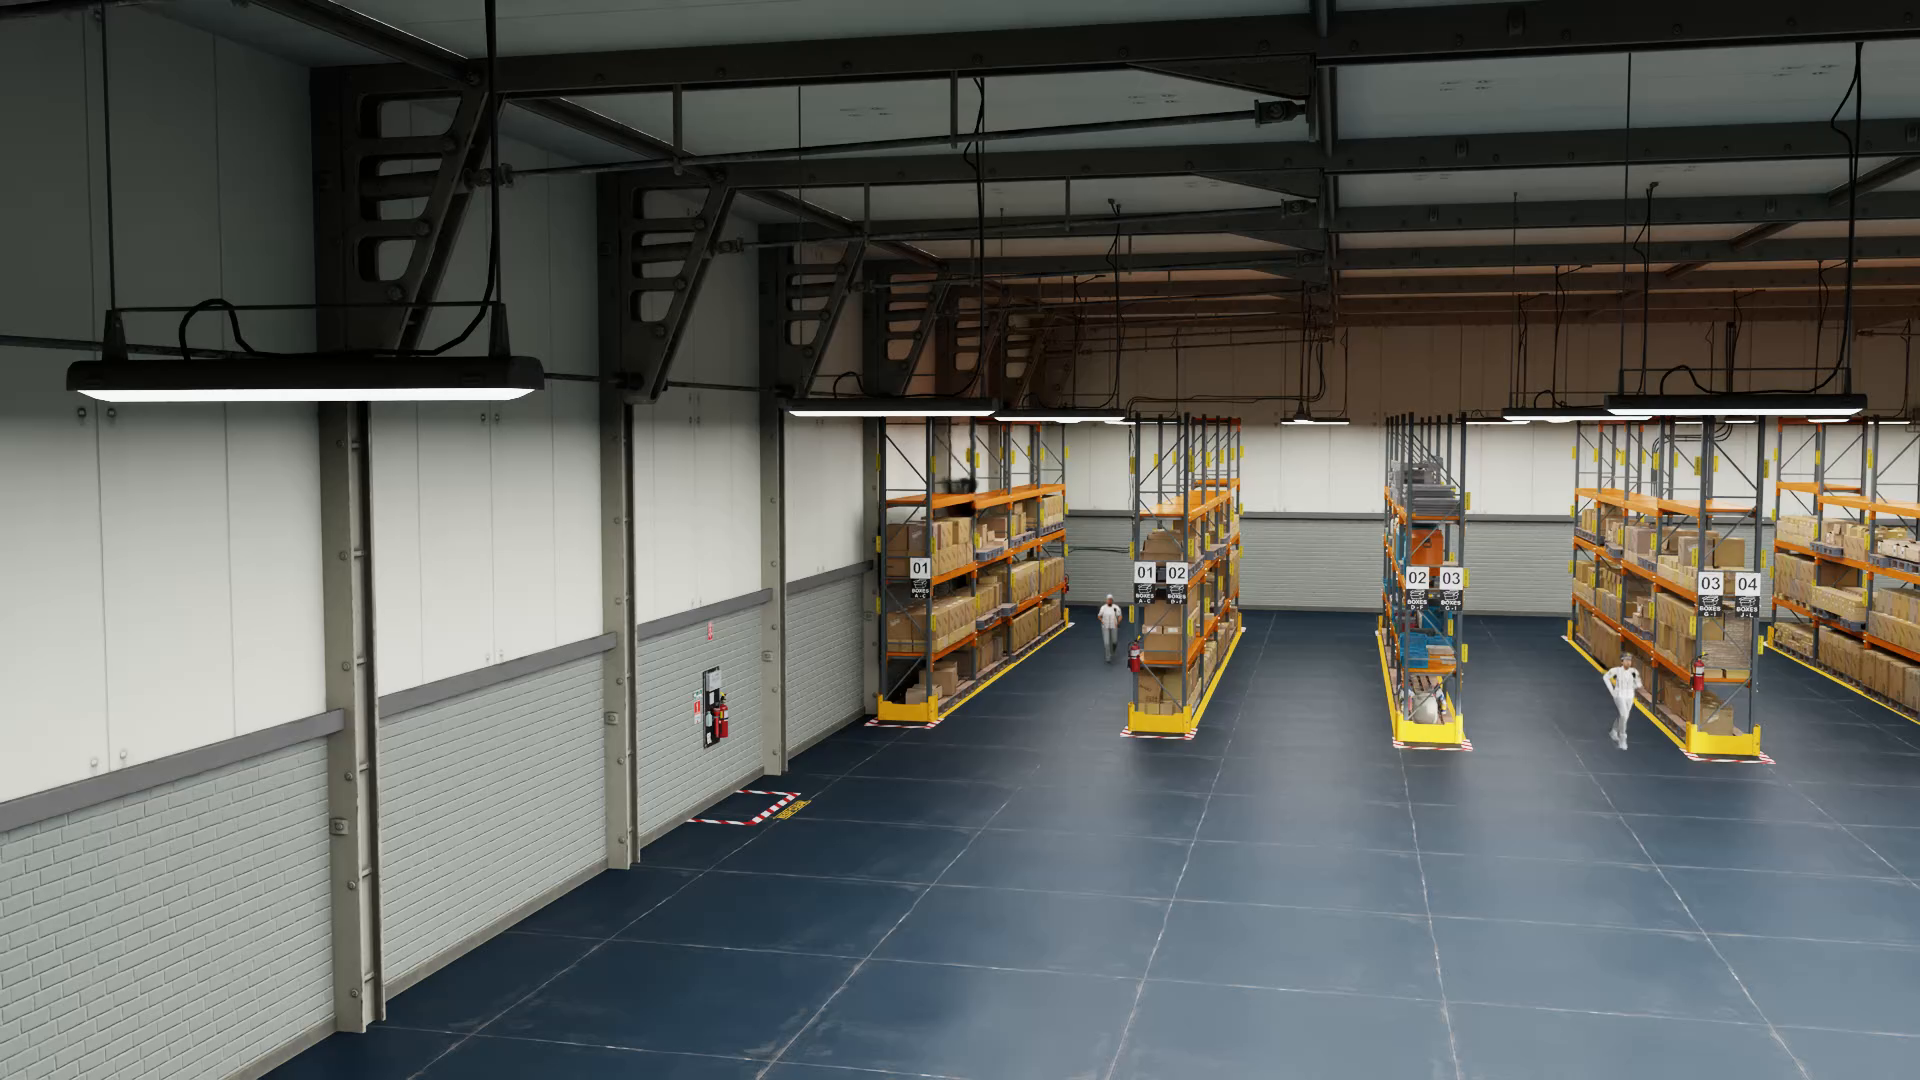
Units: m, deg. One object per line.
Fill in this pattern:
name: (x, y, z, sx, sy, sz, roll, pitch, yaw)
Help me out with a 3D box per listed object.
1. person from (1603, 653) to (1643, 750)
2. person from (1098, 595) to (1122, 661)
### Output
person: (11.926, 2.871, 29.895, 0.589, 1.742, 0.770, 0, 4, -6)
person: (3.670, 2.157, 40.721, 0.599, 1.620, 0.561, 0, 4, 6)
